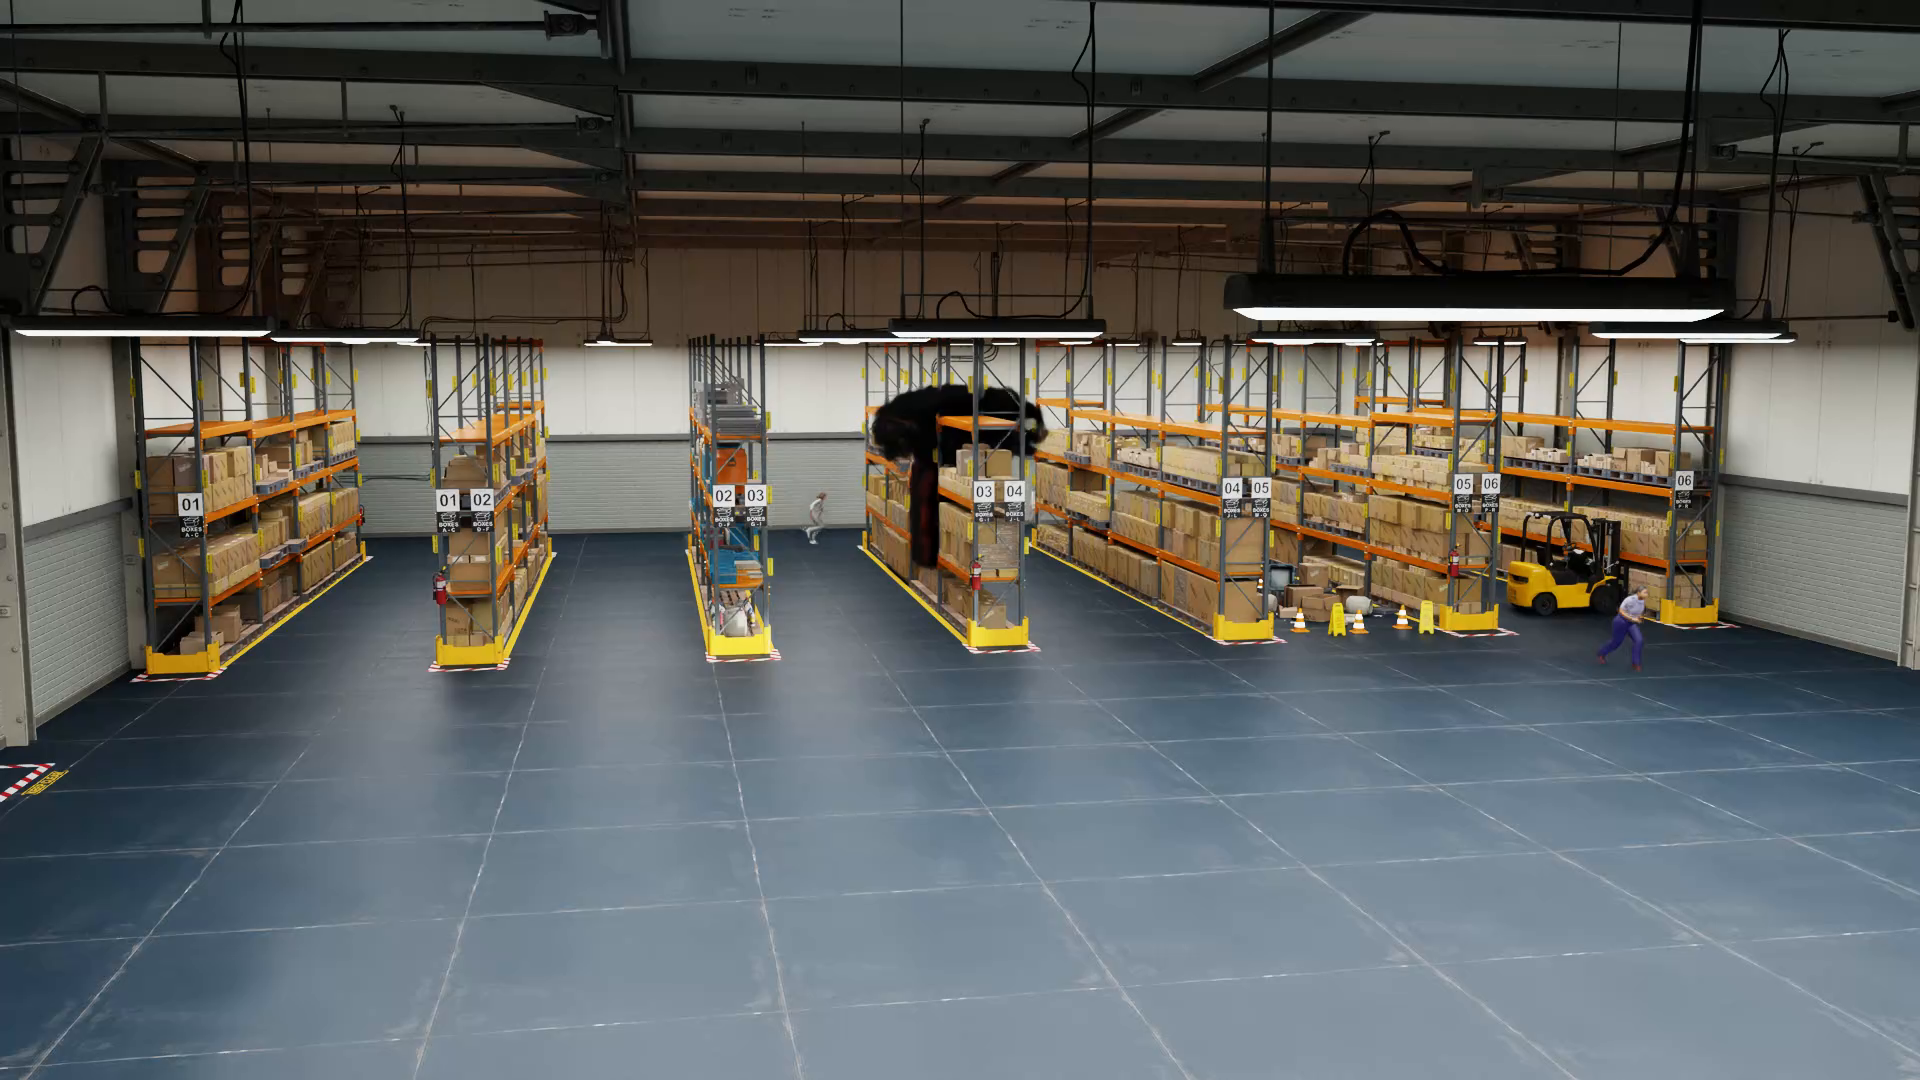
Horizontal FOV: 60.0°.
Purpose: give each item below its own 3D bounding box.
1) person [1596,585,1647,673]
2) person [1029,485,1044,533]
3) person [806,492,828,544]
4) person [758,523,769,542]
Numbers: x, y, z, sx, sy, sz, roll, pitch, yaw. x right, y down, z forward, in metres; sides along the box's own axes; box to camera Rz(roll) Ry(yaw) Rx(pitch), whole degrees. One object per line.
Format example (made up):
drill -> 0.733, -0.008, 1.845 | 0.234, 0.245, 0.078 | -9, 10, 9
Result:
person -> 11.885, 1.561, 29.842 | 0.648, 1.612, 0.967 | -5, 8, -35
person -> 2.342, -0.963, 50.849 | 0.651, 1.735, 0.564 | 6, 9, 40
person -> -4.208, -0.641, 49.100 | 0.665, 1.530, 0.528 | 0, 7, 1
person -> -6.063, -0.741, 49.534 | 0.752, 1.697, 0.636 | 0, 7, -1
